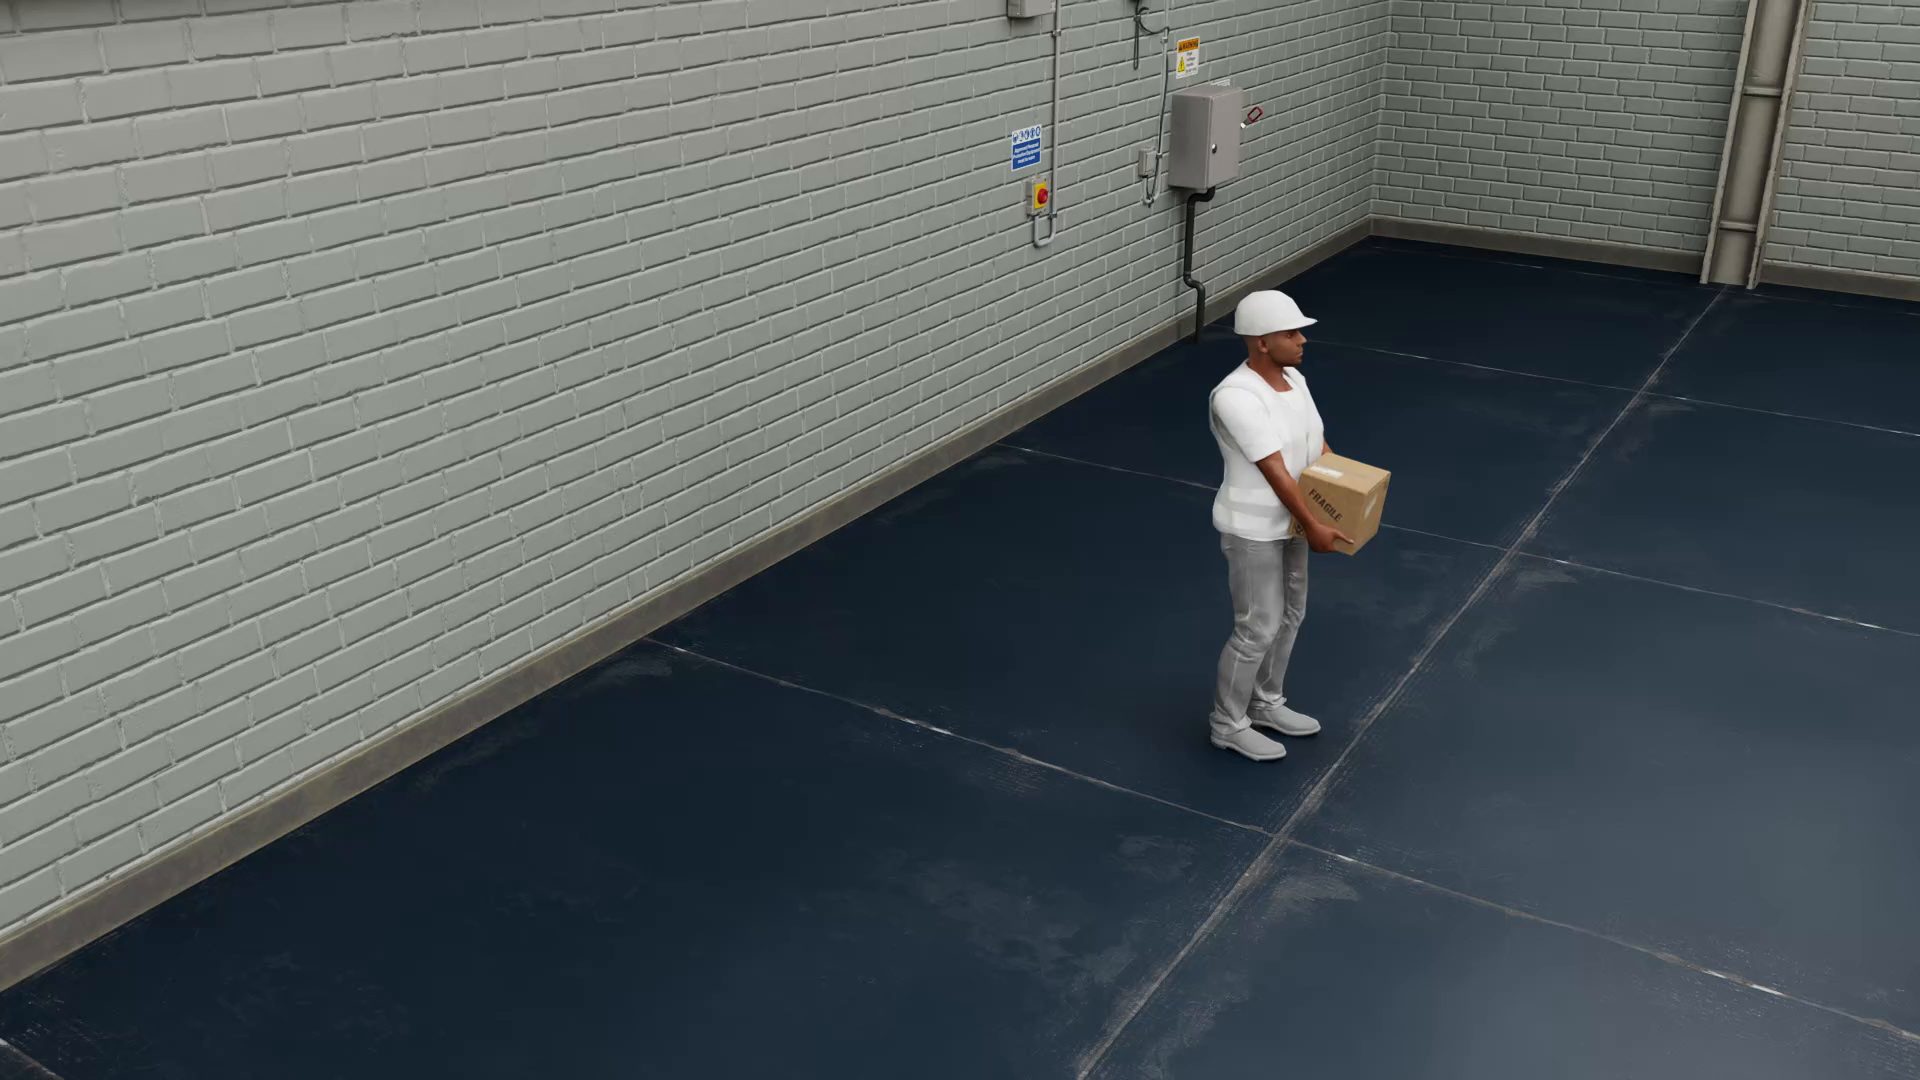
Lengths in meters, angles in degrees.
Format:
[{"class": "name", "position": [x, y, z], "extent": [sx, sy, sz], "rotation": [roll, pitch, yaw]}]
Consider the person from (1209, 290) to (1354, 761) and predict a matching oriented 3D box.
[{"class": "person", "position": [1.227, -0.038, 6.163], "extent": [0.585, 1.760, 0.504], "rotation": [14, 27, 30]}]
